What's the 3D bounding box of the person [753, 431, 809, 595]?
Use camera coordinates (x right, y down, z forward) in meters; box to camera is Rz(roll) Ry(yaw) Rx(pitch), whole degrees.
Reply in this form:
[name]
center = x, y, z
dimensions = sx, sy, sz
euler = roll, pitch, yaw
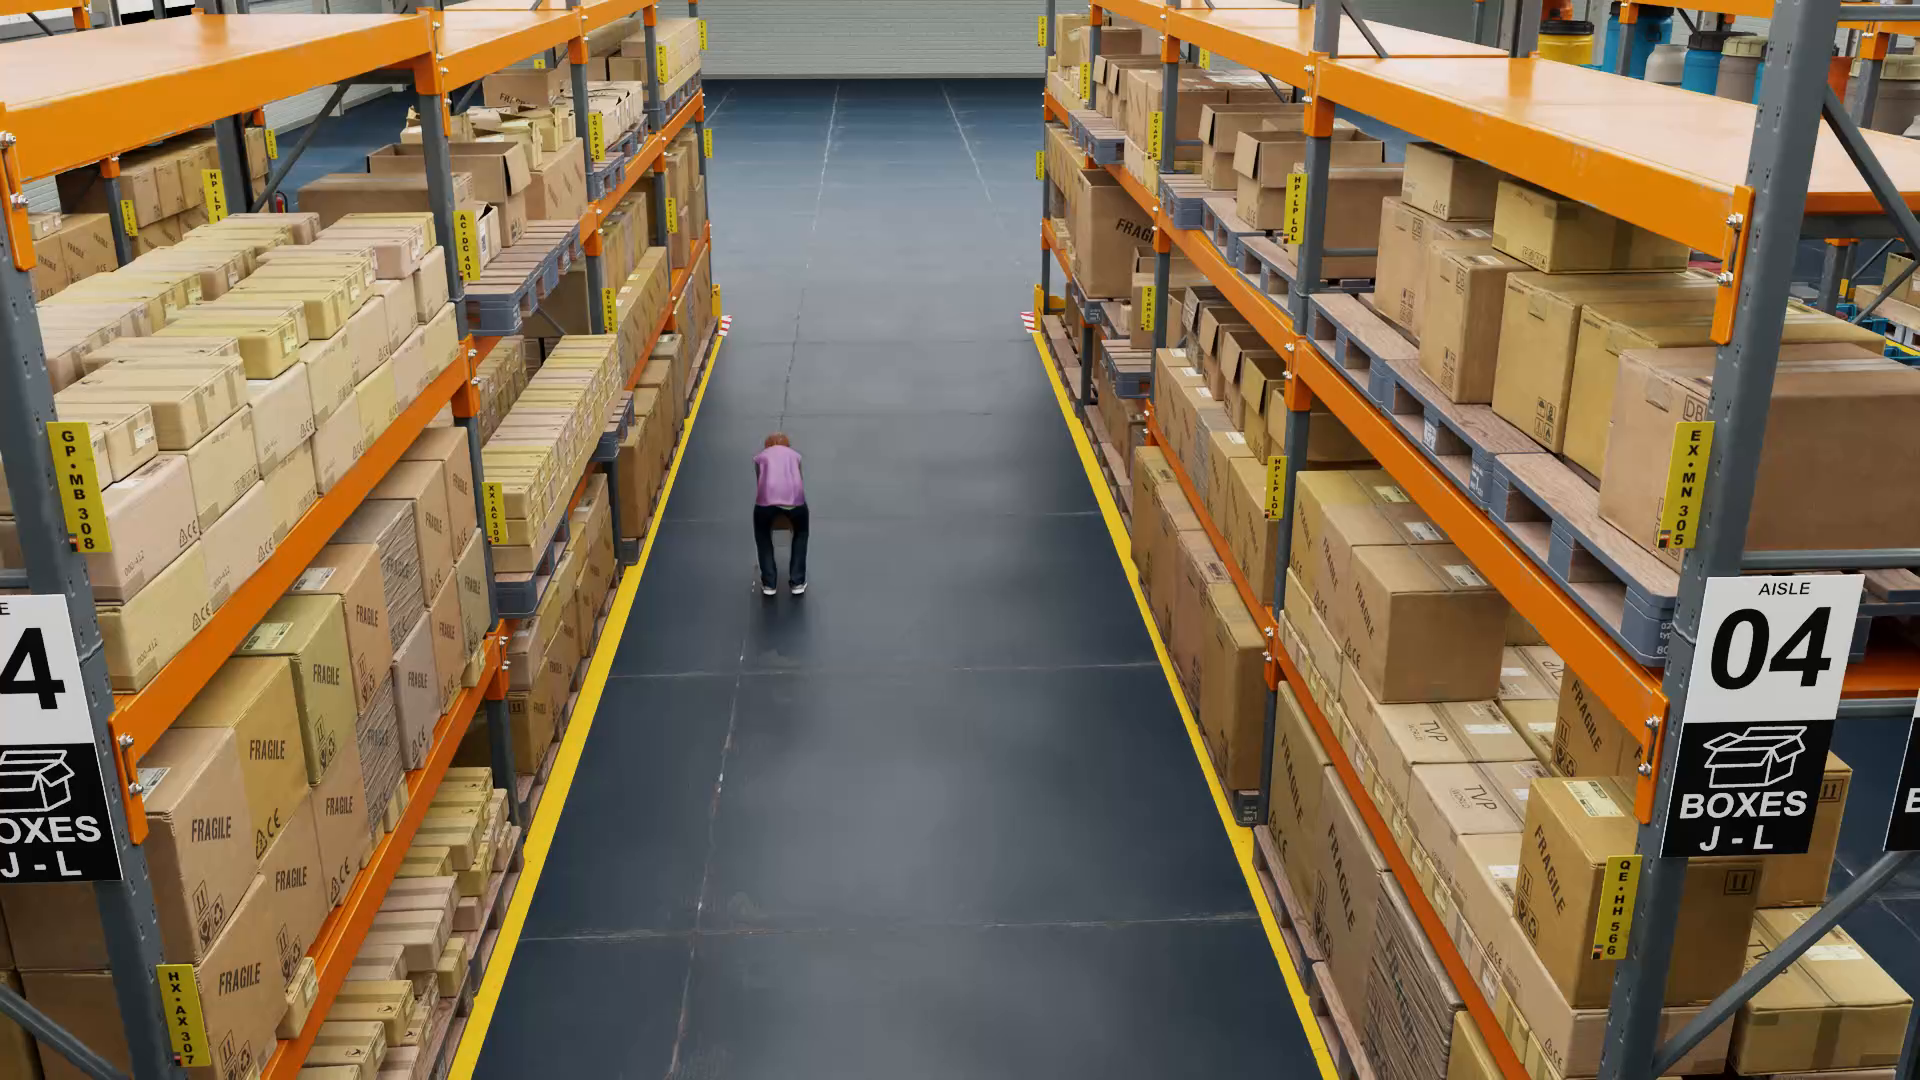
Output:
[person]
center = -1.325, -0.190, 12.336
dimensions = 0.407, 1.075, 0.849
euler = -2, 21, -5
